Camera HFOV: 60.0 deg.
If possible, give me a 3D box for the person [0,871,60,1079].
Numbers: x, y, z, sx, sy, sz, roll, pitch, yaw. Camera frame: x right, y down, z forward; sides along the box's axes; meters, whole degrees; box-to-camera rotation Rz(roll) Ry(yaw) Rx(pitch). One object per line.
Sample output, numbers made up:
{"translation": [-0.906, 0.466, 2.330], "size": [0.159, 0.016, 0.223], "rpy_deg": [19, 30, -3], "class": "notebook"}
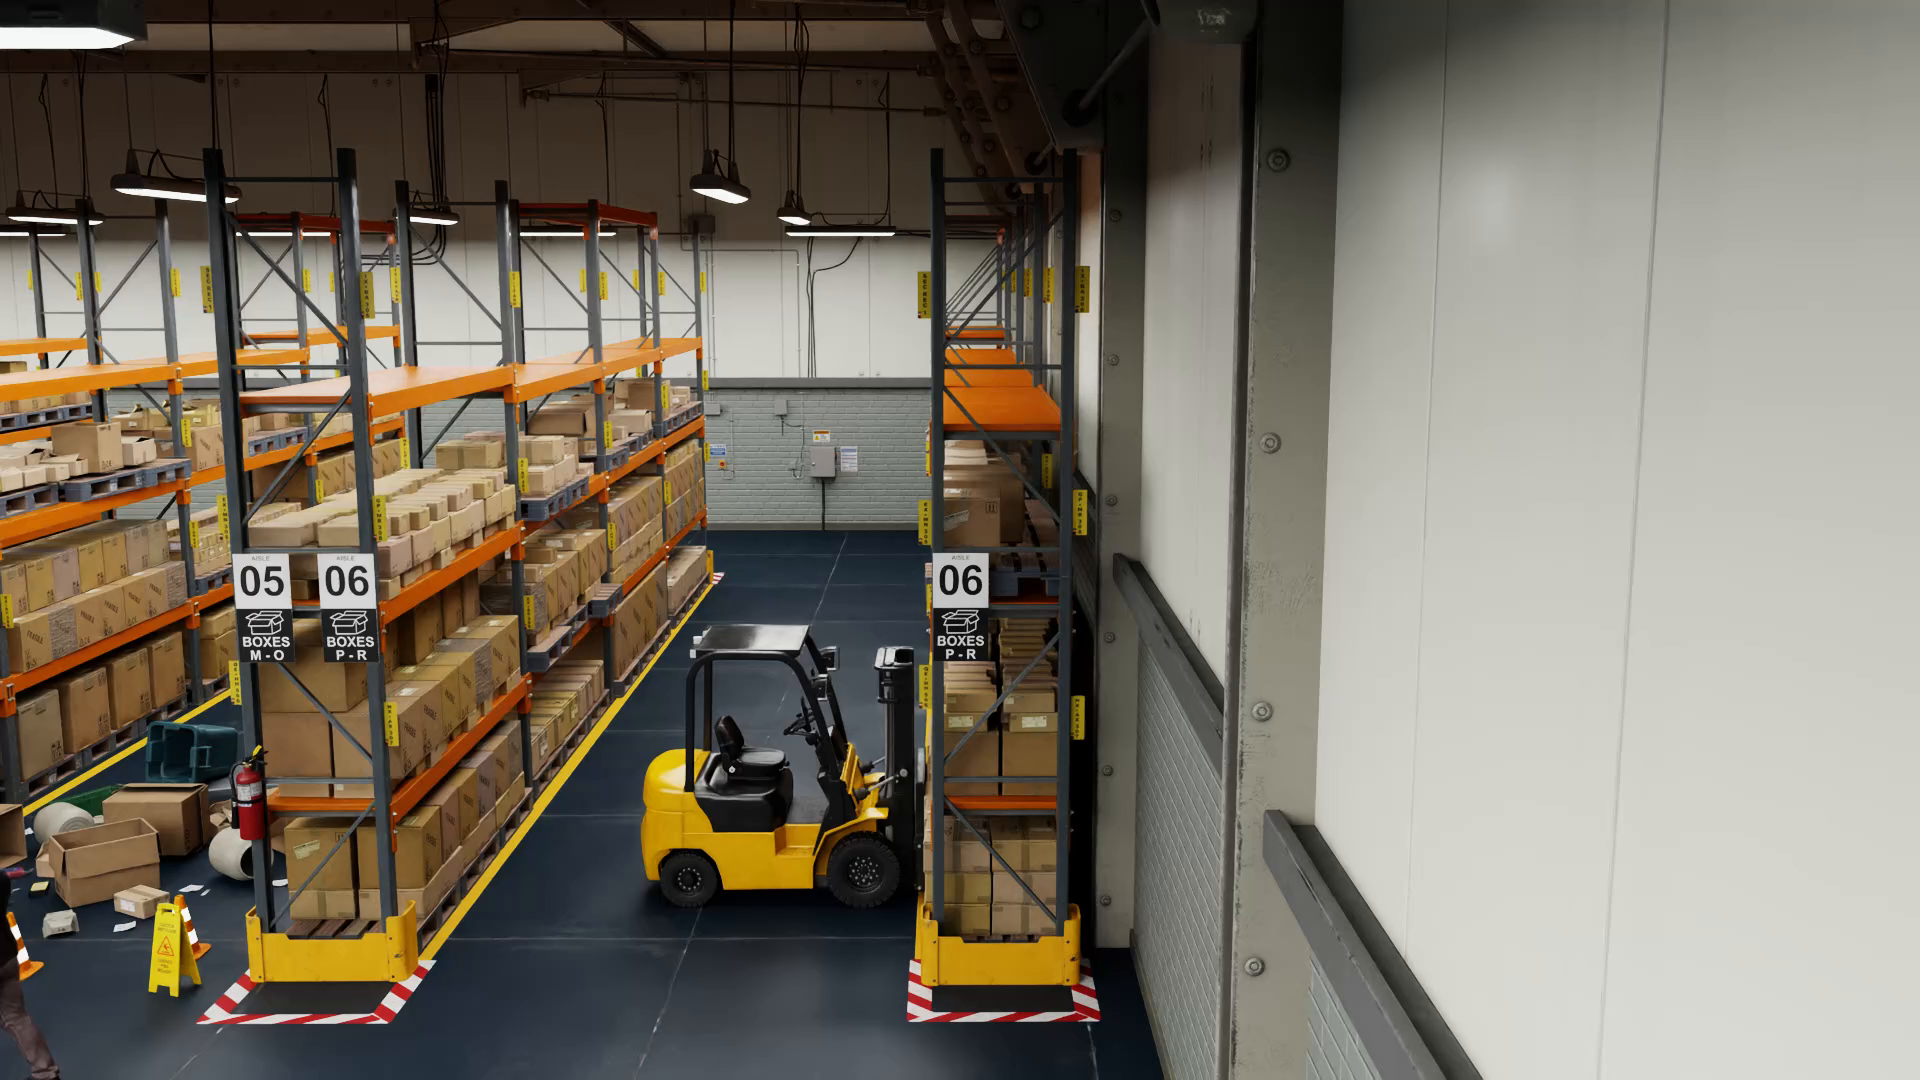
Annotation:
{"translation": [-6.188, 2.686, 10.435], "size": [0.899, 1.696, 0.537], "rpy_deg": [1, 9, 8], "class": "person"}
